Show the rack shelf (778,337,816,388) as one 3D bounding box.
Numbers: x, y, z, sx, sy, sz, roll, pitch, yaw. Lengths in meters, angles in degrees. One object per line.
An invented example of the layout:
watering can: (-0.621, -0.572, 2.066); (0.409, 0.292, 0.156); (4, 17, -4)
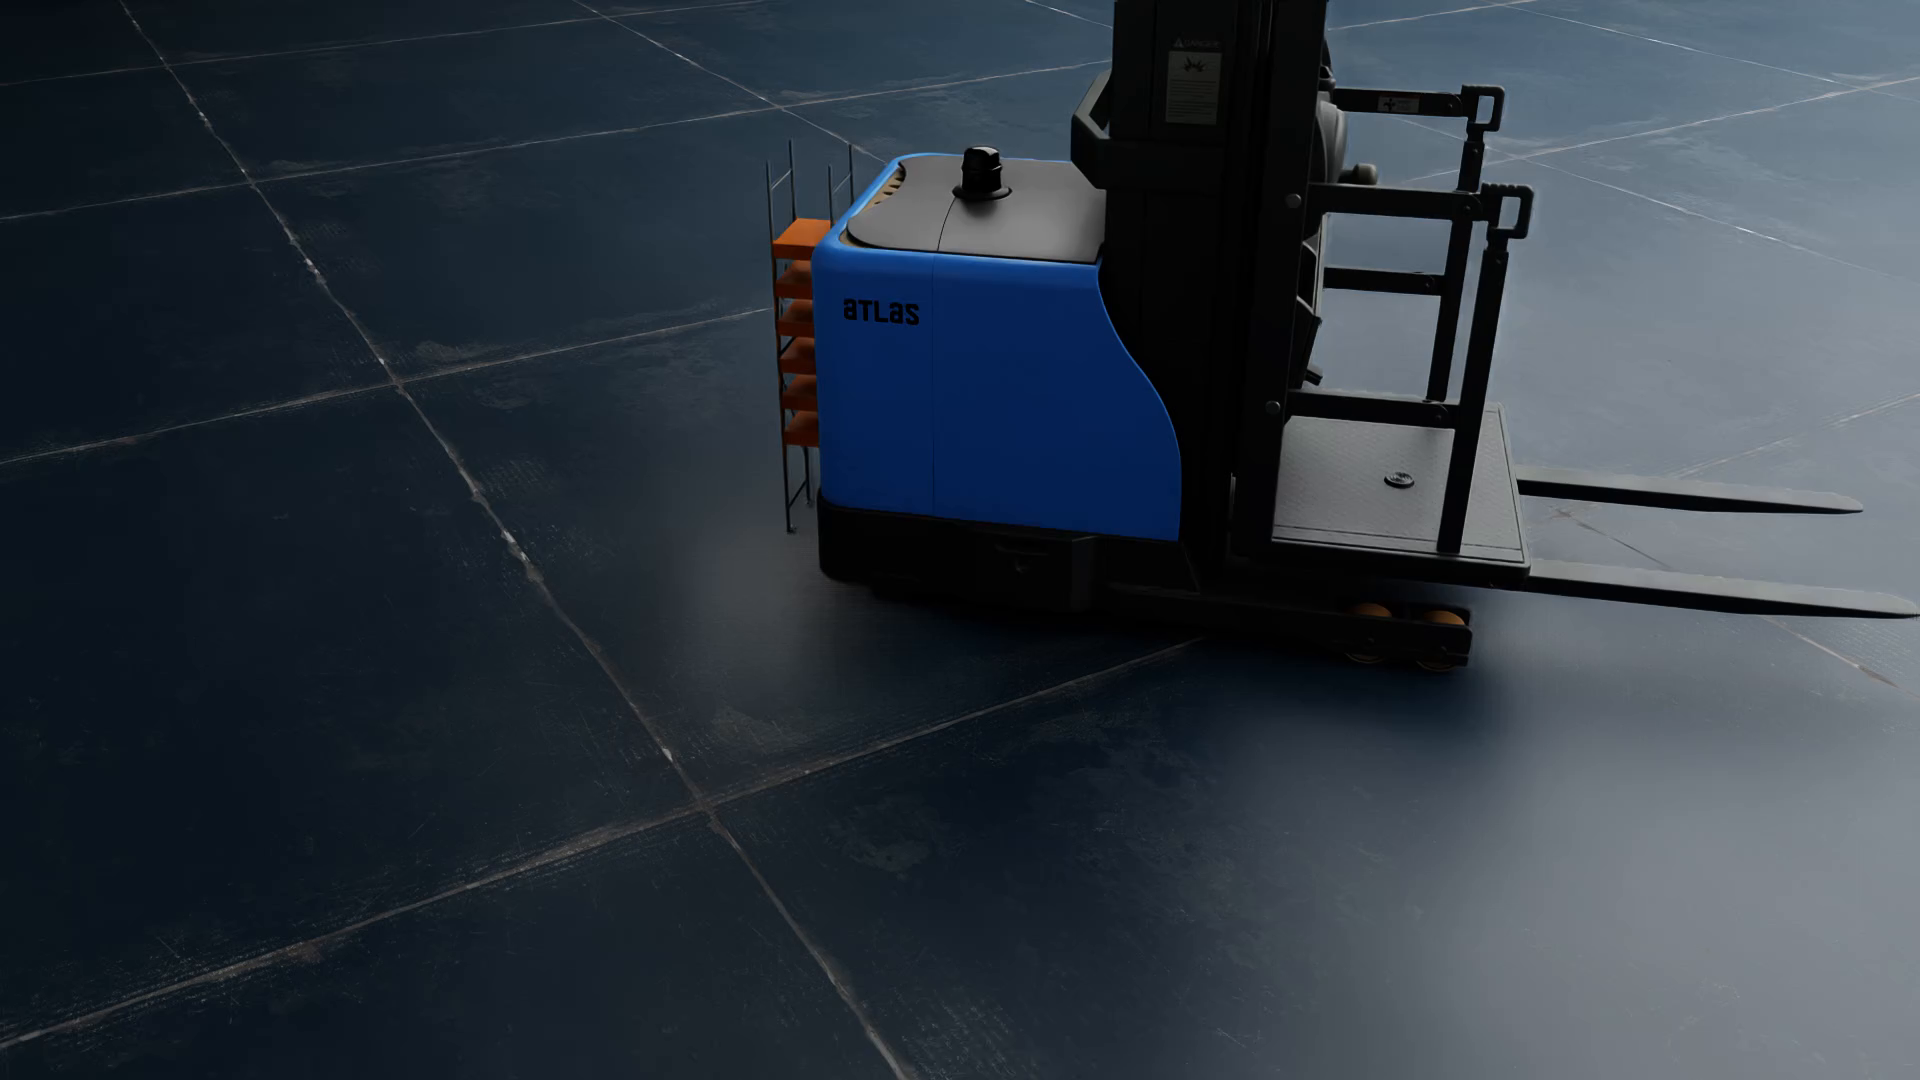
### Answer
rack shelf: (-0.432, -0.554, 5.104); (0.180, 0.103, 0.258); (6, 29, 11)

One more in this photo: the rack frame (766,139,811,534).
rack frame: (-0.522, -0.602, 5.099); (0.006, 1.200, 0.240); (6, 29, 11)

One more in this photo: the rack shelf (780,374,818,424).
rack shelf: (-0.432, -0.449, 5.162); (0.180, 0.103, 0.258); (6, 29, 11)

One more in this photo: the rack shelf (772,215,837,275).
rack shelf: (-0.432, -0.869, 4.930); (0.180, 0.103, 0.258); (6, 29, 11)

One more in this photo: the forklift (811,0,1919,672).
forklift: (1.153, -1.201, 4.393); (3.031, 2.935, 1.130); (6, 29, 11)

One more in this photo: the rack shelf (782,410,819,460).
rack shelf: (-0.432, -0.344, 5.220); (0.180, 0.103, 0.258); (6, 29, 11)

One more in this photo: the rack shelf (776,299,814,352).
rack shelf: (-0.432, -0.659, 5.046); (0.180, 0.103, 0.258); (6, 29, 11)

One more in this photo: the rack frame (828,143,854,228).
rack frame: (-0.343, -0.583, 5.065); (0.006, 1.200, 0.240); (6, 29, 11)

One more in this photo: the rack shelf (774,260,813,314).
rack shelf: (-0.432, -0.764, 4.988); (0.180, 0.103, 0.258); (6, 29, 11)

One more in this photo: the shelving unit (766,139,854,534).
shelving unit: (-0.432, -0.593, 5.082); (0.189, 1.200, 0.258); (6, 29, 11)
